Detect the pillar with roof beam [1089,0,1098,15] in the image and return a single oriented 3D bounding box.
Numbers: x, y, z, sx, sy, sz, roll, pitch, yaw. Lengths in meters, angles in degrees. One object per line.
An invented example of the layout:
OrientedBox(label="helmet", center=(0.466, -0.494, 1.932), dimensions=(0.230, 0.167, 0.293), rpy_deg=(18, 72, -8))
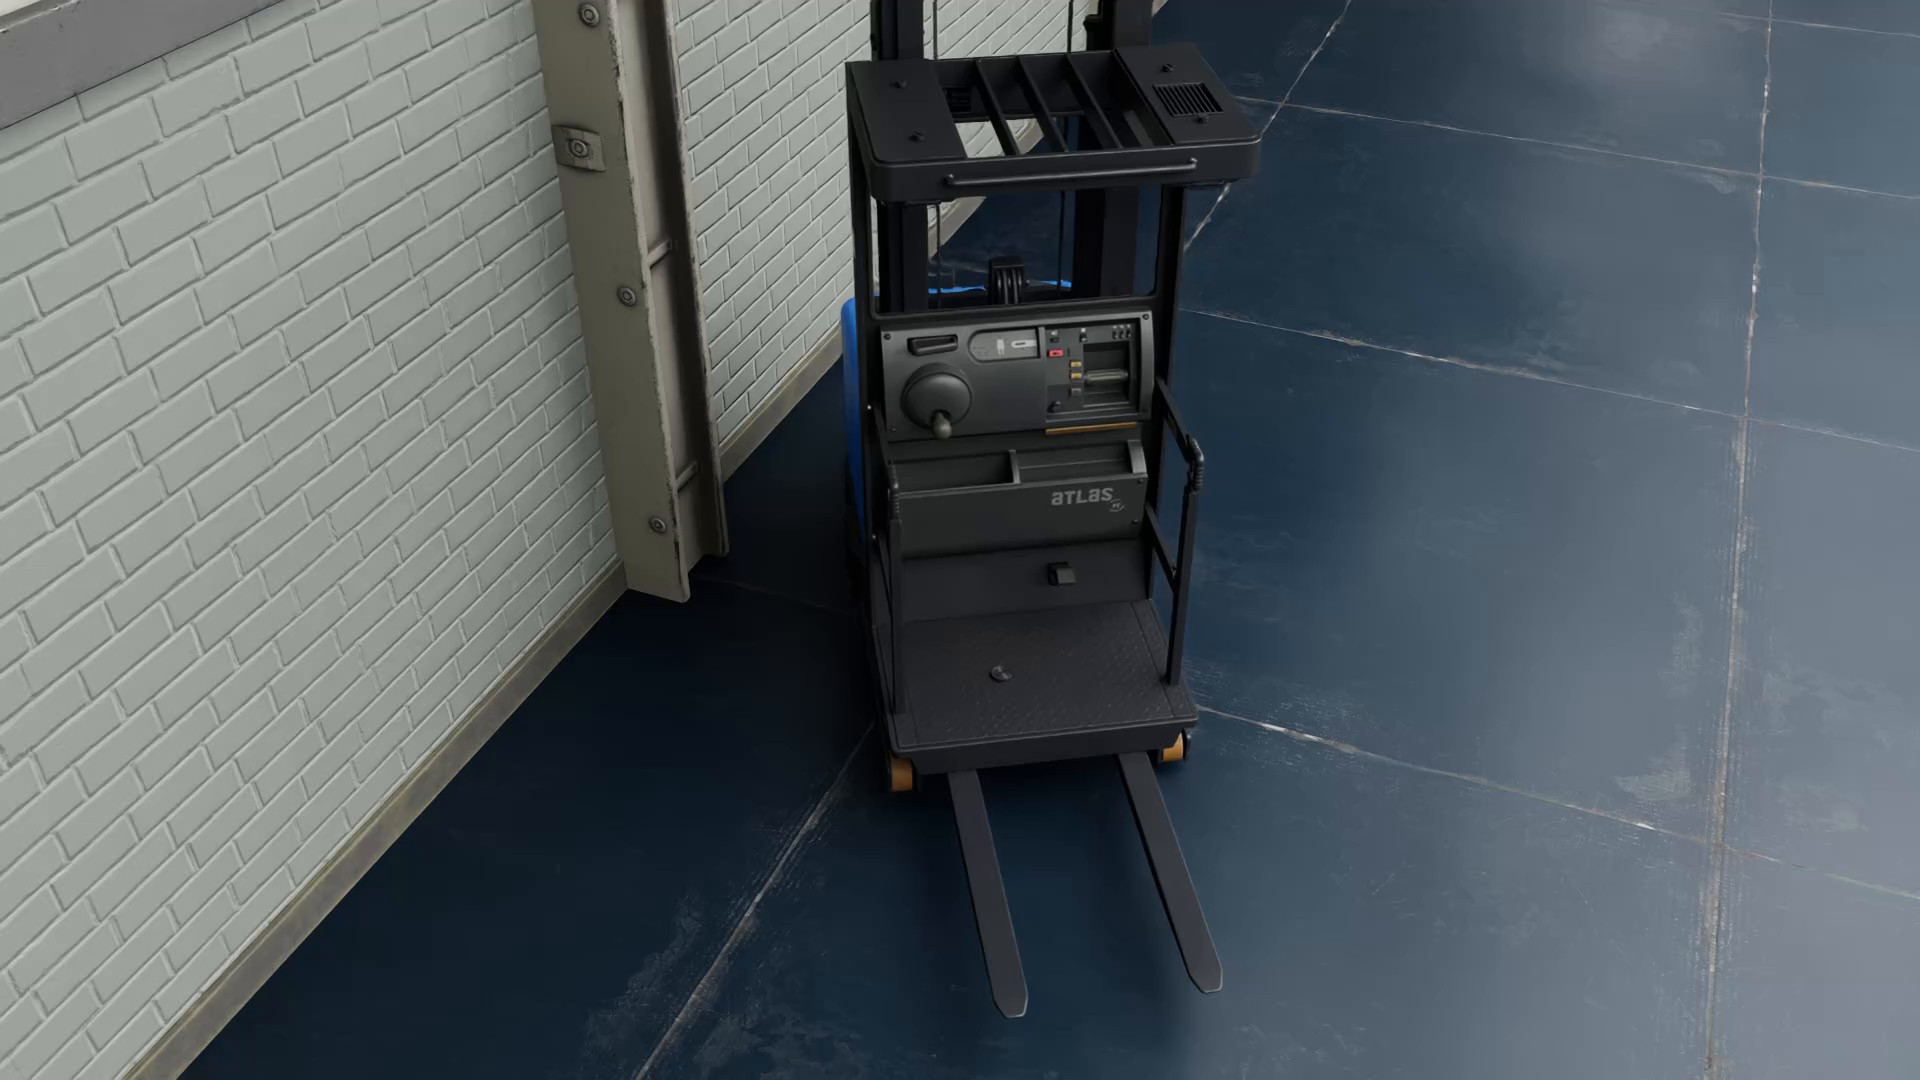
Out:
OrientedBox(label="pillar with roof beam", center=(5.053, -5.828, 7.531), dimensions=(9.100, 9.000, 0.400), rpy_deg=(14, 39, 18))

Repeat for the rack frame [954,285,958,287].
OrientedBox(label="rack frame", center=(-0.107, -0.636, 7.224), dimensions=(0.200, 1.050, 0.008), rpy_deg=(-2, 37, -3))

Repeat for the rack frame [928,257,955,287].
OrientedBox(label="rack frame", center=(-0.124, -0.782, 7.419), dimensions=(0.200, 1.050, 0.008), rpy_deg=(-2, 37, -3))

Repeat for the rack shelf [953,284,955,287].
OrientedBox(label="rack shelf", center=(-0.116, -0.928, 7.158), dimensions=(0.215, 0.259, 0.240), rpy_deg=(-2, 37, -3))

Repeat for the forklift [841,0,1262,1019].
OrientedBox(label="forklift", center=(0.233, -0.493, 5.462), dimensions=(1.130, 2.935, 3.031), rpy_deg=(-5, 37, -7))

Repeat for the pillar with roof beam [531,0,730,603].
OrientedBox(label="pillar with roof beam", center=(2.770, -2.506, 3.087), dimensions=(9.100, 9.000, 0.400), rpy_deg=(14, 39, 18))

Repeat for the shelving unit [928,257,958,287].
OrientedBox(label="shelving unit", center=(-0.116, -0.709, 7.322), dimensions=(0.215, 1.050, 0.252), rpy_deg=(-2, 37, -3))
